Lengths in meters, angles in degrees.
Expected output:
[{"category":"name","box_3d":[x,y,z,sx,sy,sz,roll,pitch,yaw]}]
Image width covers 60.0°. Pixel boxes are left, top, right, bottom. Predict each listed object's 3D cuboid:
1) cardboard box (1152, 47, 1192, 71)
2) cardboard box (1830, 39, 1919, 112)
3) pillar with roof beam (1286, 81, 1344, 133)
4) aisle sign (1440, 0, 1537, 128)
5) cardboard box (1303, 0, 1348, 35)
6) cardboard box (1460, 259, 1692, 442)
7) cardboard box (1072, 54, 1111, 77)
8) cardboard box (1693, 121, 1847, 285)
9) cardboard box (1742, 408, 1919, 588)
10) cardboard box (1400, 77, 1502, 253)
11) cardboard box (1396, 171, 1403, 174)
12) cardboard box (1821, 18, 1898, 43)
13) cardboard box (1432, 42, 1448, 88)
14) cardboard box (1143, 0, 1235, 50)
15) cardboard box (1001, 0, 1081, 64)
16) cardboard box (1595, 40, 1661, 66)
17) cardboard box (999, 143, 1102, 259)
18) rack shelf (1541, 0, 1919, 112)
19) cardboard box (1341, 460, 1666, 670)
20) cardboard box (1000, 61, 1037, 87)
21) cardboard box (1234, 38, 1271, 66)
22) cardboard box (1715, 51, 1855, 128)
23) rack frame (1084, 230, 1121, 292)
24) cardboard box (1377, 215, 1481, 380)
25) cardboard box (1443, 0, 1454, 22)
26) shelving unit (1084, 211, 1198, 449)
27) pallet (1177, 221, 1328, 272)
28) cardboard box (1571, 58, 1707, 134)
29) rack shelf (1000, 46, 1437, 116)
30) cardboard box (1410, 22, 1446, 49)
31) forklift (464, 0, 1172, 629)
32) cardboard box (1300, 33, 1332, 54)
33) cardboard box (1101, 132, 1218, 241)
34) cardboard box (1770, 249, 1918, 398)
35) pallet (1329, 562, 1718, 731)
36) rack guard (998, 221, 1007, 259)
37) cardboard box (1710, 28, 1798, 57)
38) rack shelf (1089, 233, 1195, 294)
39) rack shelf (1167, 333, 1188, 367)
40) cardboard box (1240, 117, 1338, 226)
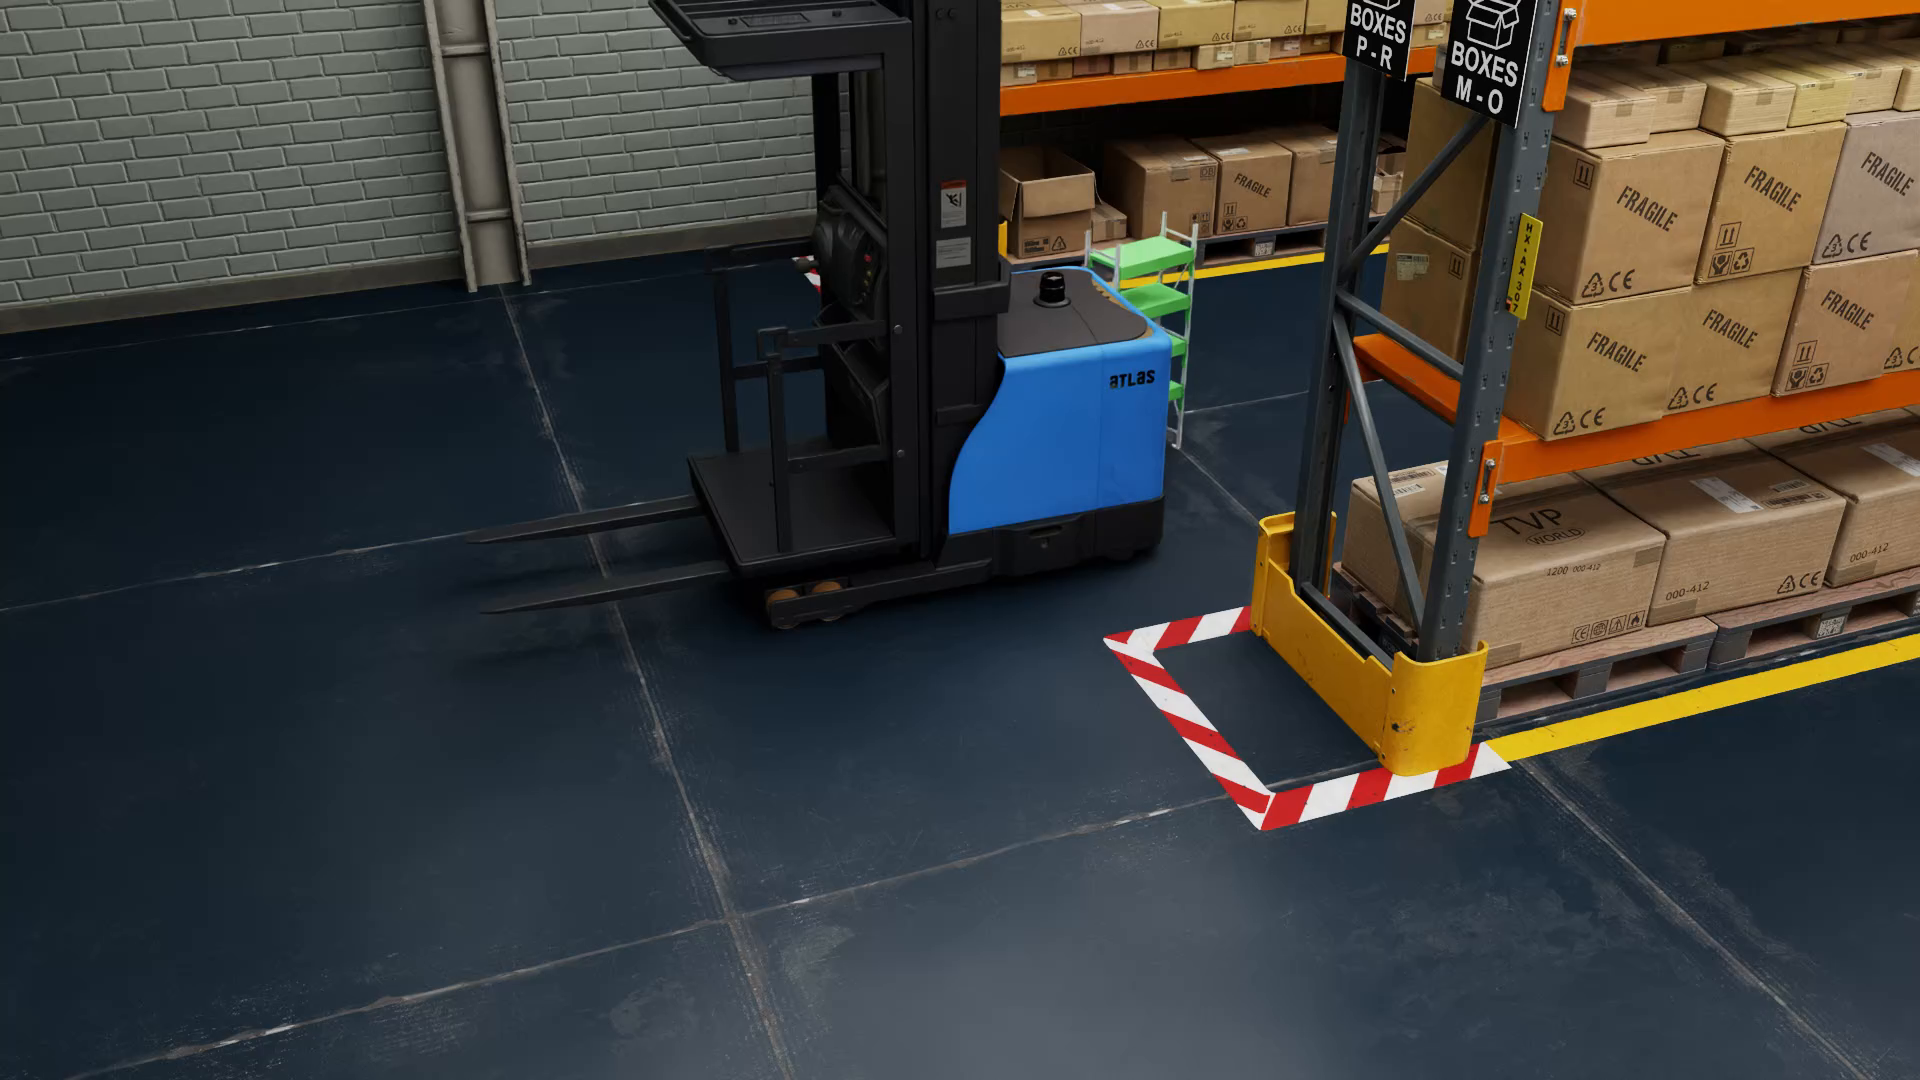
[{"category":"cardboard box","box_3d":[1.236,-3.029,10.290,0.250,0.149,0.380,-10,31,-17]},{"category":"cardboard box","box_3d":[3.255,-1.626,5.807,0.250,0.149,0.380,-10,31,-17]},{"category":"pillar with roof beam","box_3d":[4.154,-4.616,6.762,0.400,9.000,9.100,-10,31,-18]},{"category":"aisle sign","box_3d":[1.638,-1.699,5.075,0.004,0.787,0.394,-10,31,-18]},{"category":"cardboard box","box_3d":[2.291,-3.398,10.536,0.500,0.250,0.500,-11,31,-18]},{"category":"cardboard box","box_3d":[2.155,-0.709,5.863,0.500,0.500,0.500,-11,31,-18]},{"category":"cardboard box","box_3d":[0.731,-2.965,10.179,0.250,0.149,0.380,-11,31,-18]},{"category":"cardboard box","box_3d":[2.636,-1.237,5.780,0.500,0.500,0.500,-11,32,-19]},{"category":"cardboard box","box_3d":[3.889,-0.262,7.344,0.875,0.438,0.875,-11,32,-19]},{"category":"cardboard box","box_3d":[1.974,-1.388,6.044,0.500,0.500,0.500,-9,31,-16]},{"category":"cardboard box","box_3d":[3.200,-2.420,11.423,0.250,0.149,0.380,-11,32,-19]},{"category":"cardboard box","box_3d":[3.301,-1.913,6.311,0.250,0.149,0.380,-9,31,-16]},{"category":"cardboard box","box_3d":[1.871,-1.631,5.816,0.250,0.149,0.380,-10,31,-17]},{"category":"cardboard box","box_3d":[1.336,-3.212,10.208,0.500,0.250,0.500,-11,31,-19]},{"category":"cardboard box","box_3d":[0.390,-3.036,9.899,0.500,0.250,0.500,-10,31,-17]},{"category":"cardboard box","box_3d":[2.313,-1.769,6.059,0.250,0.149,0.380,-11,31,-18]},{"category":"cardboard box","box_3d":[0.477,-2.178,10.640,0.637,0.503,0.797,-12,32,-20]},{"category":"rack shelf","box_3d":[3.479,-2.052,6.018,4.000,0.370,1.077,-10,31,-18]},{"category":"cardboard box","box_3d":[2.188,0.054,6.788,0.875,0.438,0.875,-12,32,-19]},{"category":"cardboard box","box_3d":[0.274,-2.839,9.956,0.250,0.149,0.380,-11,31,-18]},{"category":"cardboard box","box_3d":[1.739,-3.093,10.402,0.250,0.149,0.380,-10,31,-16]},{"category":"cardboard box","box_3d":[2.779,-1.532,5.643,0.250,0.149,0.380,-11,32,-19]},{"category":"rack frame","box_3d":[0.670,-0.901,8.113,0.015,1.200,0.240,-19,35,-31]},{"category":"cardboard box","box_3d":[1.964,-0.965,6.313,0.500,0.500,0.500,-10,31,-17]},{"category":"cardboard box","box_3d":[3.227,-3.572,10.840,0.500,0.250,0.500,-10,31,-16]},{"category":"shelving unit","box_3d":[0.867,-0.971,8.238,0.503,1.200,0.258,-19,35,-31]},{"category":"pallet","box_3d":[1.830,-2.166,11.340,1.213,0.211,1.003,-10,31,-18]},{"category":"cardboard box","box_3d":[2.255,-1.487,5.563,0.250,0.149,0.380,-10,31,-16]},{"category":"rack shelf","box_3d":[1.745,-3.051,10.802,4.000,0.370,1.077,-10,31,-18]},{"category":"cardboard box","box_3d":[2.937,-3.316,10.794,0.250,0.149,0.380,-10,31,-16]},{"category":"forklift","box_3d":[-0.645,-1.189,6.876,3.031,2.935,1.130,-10,31,-17]},{"category":"cardboard box","box_3d":[2.171,-3.234,10.650,0.250,0.149,0.380,-10,31,-17]},{"category":"cardboard box","box_3d":[1.291,-2.306,10.868,0.500,0.500,0.700,-9,31,-16]},{"category":"cardboard box","box_3d":[3.102,-0.889,6.179,0.500,0.500,0.500,-11,31,-18]},{"category":"pallet","box_3d":[2.327,0.321,6.973,1.213,0.211,1.003,-10,31,-18]},{"category":"rack guard","box_3d":[-0.058,-1.945,10.659,0.348,0.500,1.175,-10,31,-18]},{"category":"cardboard box","box_3d":[2.834,-1.806,6.123,0.250,0.149,0.380,-11,31,-18]},{"category":"rack shelf","box_3d":[0.870,-1.333,8.033,0.480,0.148,0.258,-19,35,-31]},{"category":"rack shelf","box_3d":[0.867,-0.915,8.269,0.480,0.148,0.258,-19,35,-31]},{"category":"cardboard box","box_3d":[2.264,-2.485,11.182,0.500,0.500,0.700,-12,32,-19]}]
